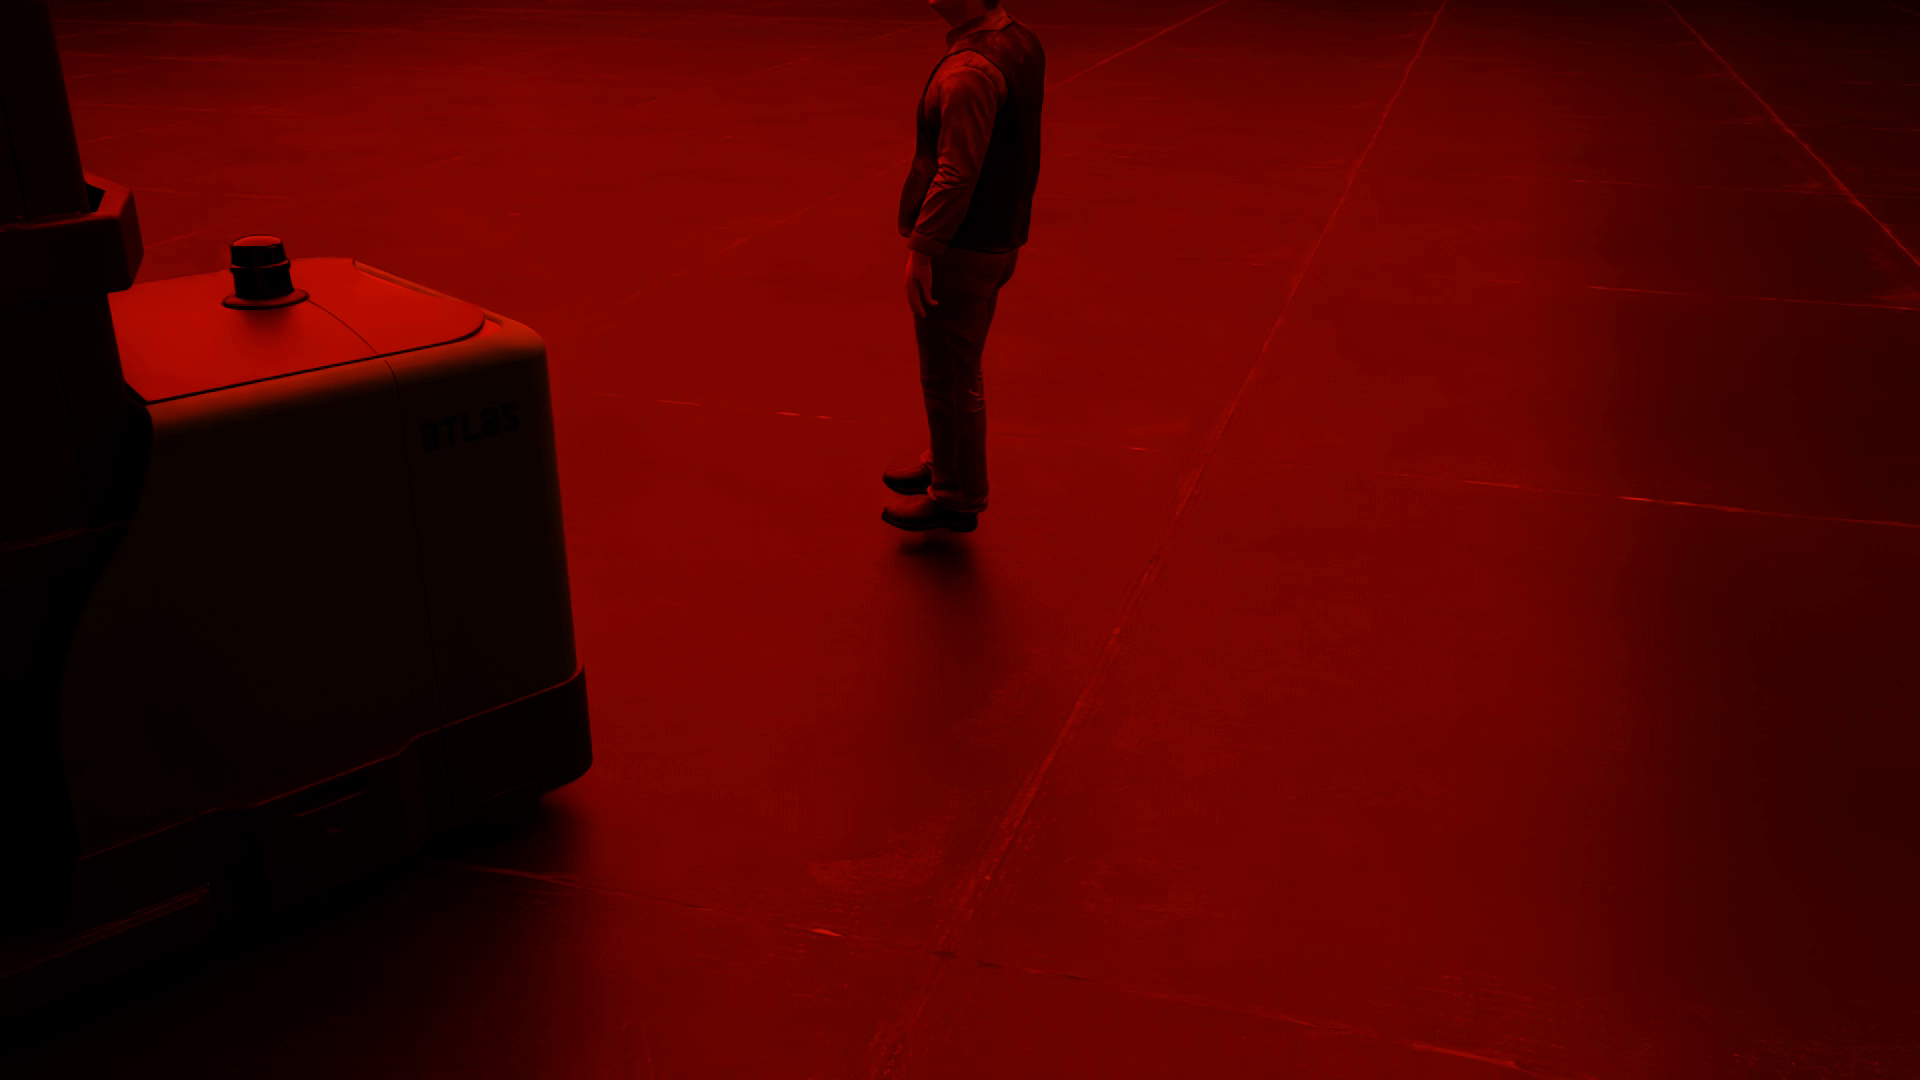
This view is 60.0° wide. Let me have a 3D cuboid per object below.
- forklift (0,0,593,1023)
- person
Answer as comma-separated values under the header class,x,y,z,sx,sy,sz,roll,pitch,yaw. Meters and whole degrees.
class,x,y,z,sx,sy,sz,roll,pitch,yaw
forklift,-2.241,-0.534,2.574,3.031,2.935,1.130,-20,30,-39
person,-0.056,-0.849,4.798,0.568,1.720,0.631,7,23,16
